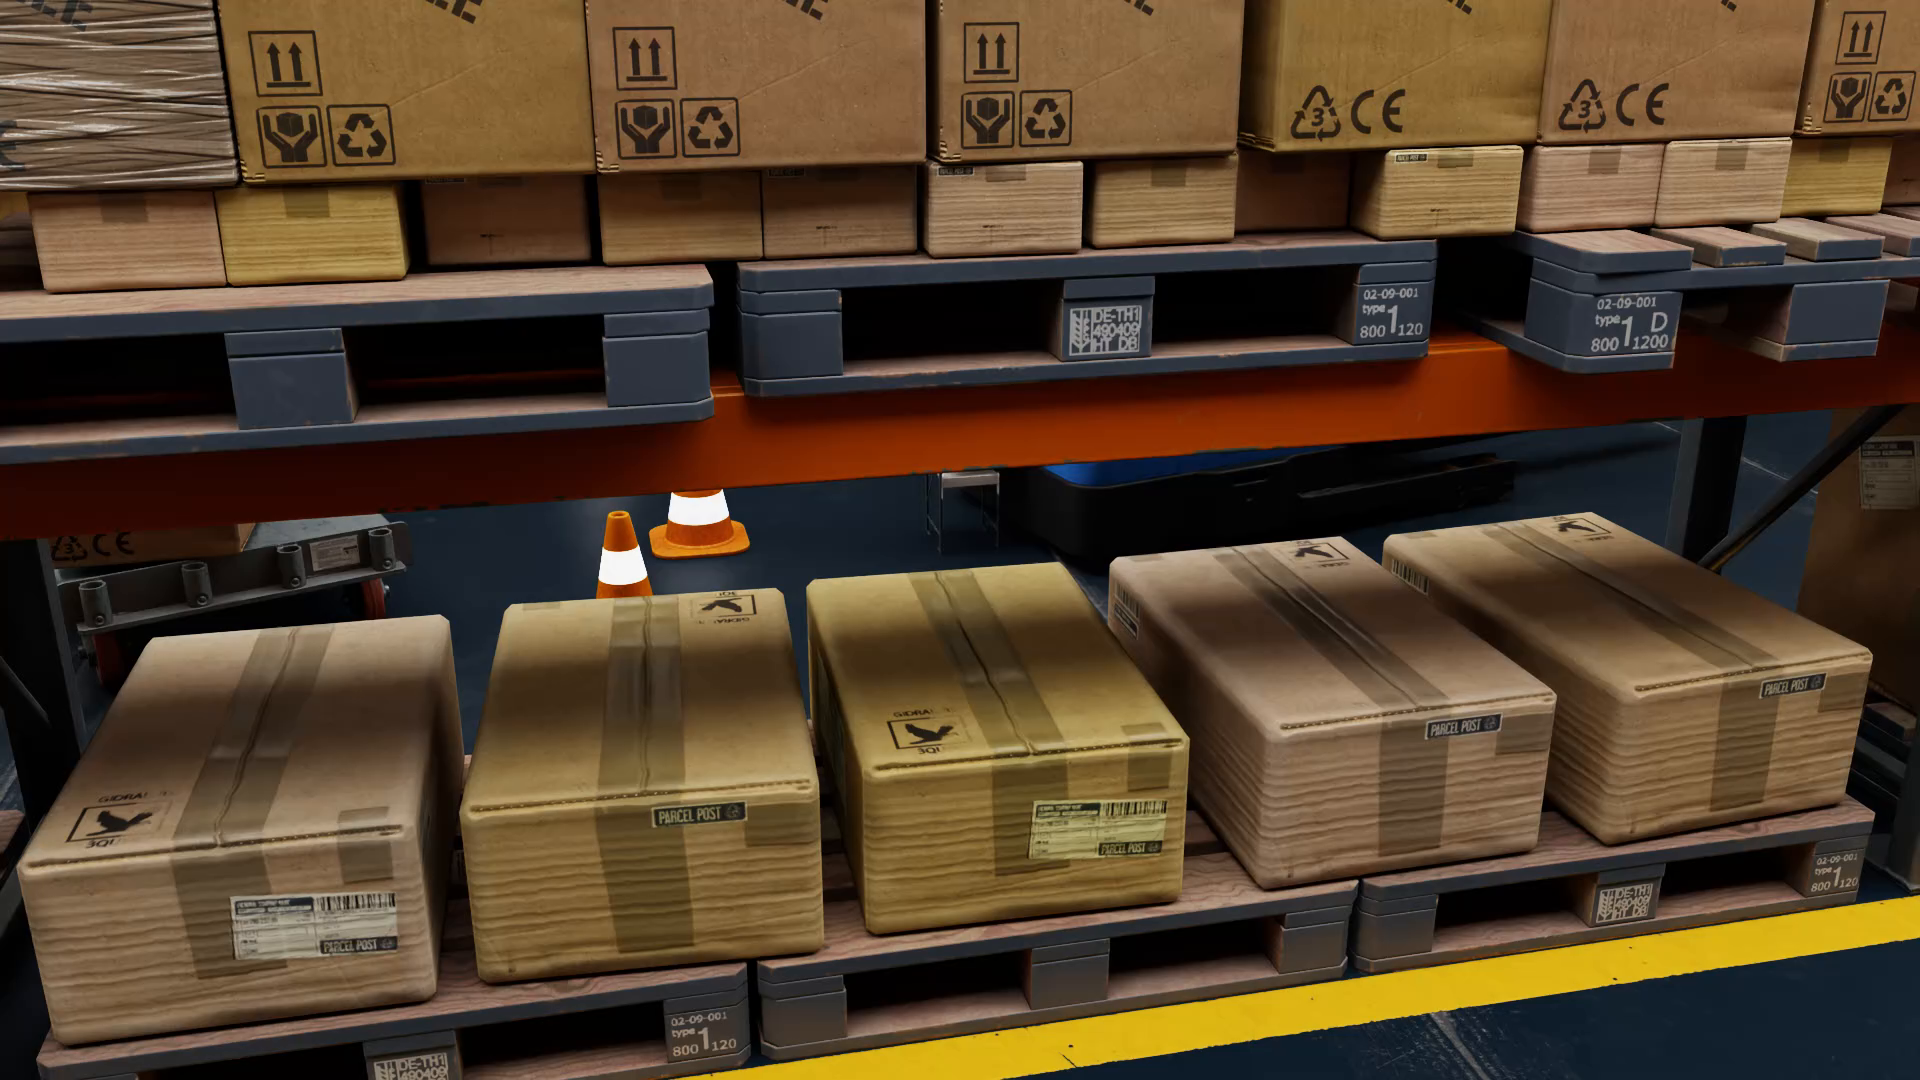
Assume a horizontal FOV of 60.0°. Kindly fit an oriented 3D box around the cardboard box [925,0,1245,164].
[{"bbox_3d":[0.145,-0.923,2.785,0.500,0.500,0.500,-6,21,-15],"label":"cardboard box"}]

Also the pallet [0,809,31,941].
[{"bbox_3d":[-2.492,0.895,3.065,1.213,0.211,1.003,-5,21,-12],"label":"pallet"}]

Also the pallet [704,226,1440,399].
[{"bbox_3d":[0.129,-0.536,3.194,1.213,0.211,1.003,-5,21,-12],"label":"pallet"}]

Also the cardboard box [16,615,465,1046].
[{"bbox_3d":[-1.337,0.515,3.258,0.625,0.372,0.950,-4,21,-12],"label":"cardboard box"}]

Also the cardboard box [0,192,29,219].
[{"bbox_3d":[-3.712,-1.301,7.485,0.875,0.875,0.875,-4,21,-12],"label":"cardboard box"}]

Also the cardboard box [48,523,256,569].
[{"bbox_3d":[-2.285,-0.255,4.682,0.500,0.500,0.500,-5,21,-12],"label":"cardboard box"}]

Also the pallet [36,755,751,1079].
[{"bbox_3d":[-1.089,0.768,3.412,1.213,0.211,1.003,-5,21,-12],"label":"pallet"}]

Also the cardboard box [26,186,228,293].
[{"bbox_3d":[-1.236,-0.497,2.564,0.250,0.149,0.380,-4,21,-12],"label":"cardboard box"}]

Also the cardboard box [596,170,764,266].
[{"bbox_3d":[-0.473,-0.568,2.758,0.250,0.149,0.380,-4,21,-12],"label":"cardboard box"}]

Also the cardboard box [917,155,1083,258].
[{"bbox_3d":[0.039,-0.590,2.820,0.250,0.149,0.380,-4,20,-10],"label":"cardboard box"}]

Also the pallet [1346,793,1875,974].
[{"bbox_3d":[1.285,0.575,3.939,1.213,0.211,1.003,-5,21,-12],"label":"pallet"}]

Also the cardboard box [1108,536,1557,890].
[{"bbox_3d":[0.778,0.343,3.727,0.625,0.372,0.950,-5,21,-14],"label":"cardboard box"}]

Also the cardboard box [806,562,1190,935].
[{"bbox_3d":[0.038,0.401,3.568,0.625,0.372,0.950,-4,20,-11],"label":"cardboard box"}]

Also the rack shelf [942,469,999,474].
[{"bbox_3d":[0.008,-0.307,5.704,0.200,0.077,0.258,-5,21,-12],"label":"rack shelf"}]

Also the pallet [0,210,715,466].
[{"bbox_3d":[-1.069,-0.401,2.828,1.213,0.211,1.003,-5,21,-12],"label":"pallet"}]

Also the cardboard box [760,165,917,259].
[{"bbox_3d":[-0.232,-0.587,2.810,0.250,0.149,0.380,-4,21,-12],"label":"cardboard box"}]

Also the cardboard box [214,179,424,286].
[{"bbox_3d":[-0.991,-0.513,2.610,0.250,0.149,0.380,-4,21,-11],"label":"cardboard box"}]

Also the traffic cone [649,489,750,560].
[{"bbox_3d":[-0.910,-0.213,5.722,0.334,0.463,0.336,-5,21,-12],"label":"traffic cone"}]

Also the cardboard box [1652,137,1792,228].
[{"bbox_3d":[1.302,-0.690,3.092,0.250,0.149,0.380,-5,21,-13],"label":"cardboard box"}]

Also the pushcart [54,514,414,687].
[{"bbox_3d":[-2.420,-0.007,5.286,0.936,0.377,1.648,-13,24,-31],"label":"pushcart"}]

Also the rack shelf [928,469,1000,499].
[{"bbox_3d":[0.008,-0.223,5.735,0.200,0.077,0.258,-5,21,-12],"label":"rack shelf"}]

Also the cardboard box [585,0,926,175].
[{"bbox_3d":[-0.353,-0.879,2.664,0.500,0.500,0.500,-5,21,-13],"label":"cardboard box"}]

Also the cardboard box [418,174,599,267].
[{"bbox_3d":[-0.733,-0.561,2.741,0.250,0.149,0.380,-3,20,-9],"label":"cardboard box"}]

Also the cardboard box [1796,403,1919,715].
[{"bbox_3d":[2.737,-0.022,3.993,0.875,0.875,0.875,-5,21,-13],"label":"cardboard box"}]

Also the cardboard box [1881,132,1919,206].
[{"bbox_3d":[1.781,-0.770,3.312,0.250,0.149,0.380,-4,20,-10],"label":"cardboard box"}]

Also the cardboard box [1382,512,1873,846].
[{"bbox_3d":[1.494,0.282,3.893,0.625,0.372,0.950,-6,21,-16],"label":"cardboard box"}]

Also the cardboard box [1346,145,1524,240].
[{"bbox_3d":[0.791,-0.646,2.973,0.250,0.149,0.380,-4,21,-12],"label":"cardboard box"}]

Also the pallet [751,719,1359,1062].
[{"bbox_3d":[0.100,0.670,3.678,1.213,0.211,1.003,-5,21,-12],"label":"pallet"}]

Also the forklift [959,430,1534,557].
[{"bbox_3d":[1.497,-1.639,6.026,3.031,2.935,1.130,-10,22,-26],"label":"forklift"}]

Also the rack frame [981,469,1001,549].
[{"bbox_3d":[0.107,-0.431,5.684,0.006,0.900,0.240,-5,21,-12],"label":"rack frame"}]

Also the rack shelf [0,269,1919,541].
[{"bbox_3d":[0.100,-0.300,3.318,4.000,0.370,1.077,-5,21,-12],"label":"rack shelf"}]

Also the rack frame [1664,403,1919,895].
[{"bbox_3d":[2.046,-0.796,3.627,0.127,3.000,1.000,-5,21,-12],"label":"rack frame"}]

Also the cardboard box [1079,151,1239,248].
[{"bbox_3d":[0.292,-0.621,2.905,0.250,0.149,0.380,-5,21,-14],"label":"cardboard box"}]

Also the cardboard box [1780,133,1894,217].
[{"bbox_3d":[1.537,-0.725,3.188,0.250,0.149,0.380,-4,21,-12],"label":"cardboard box"}]

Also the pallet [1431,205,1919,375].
[{"bbox_3d":[1.377,-0.614,3.408,1.003,0.211,1.213,-5,21,-12],"label":"pallet"}]

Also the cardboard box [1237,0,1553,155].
[{"bbox_3d":[0.676,-0.966,2.902,0.500,0.500,0.500,-6,21,-16],"label":"cardboard box"}]

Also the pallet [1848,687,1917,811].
[{"bbox_3d":[2.831,0.476,4.208,1.213,0.211,1.003,-5,21,-12],"label":"pallet"}]

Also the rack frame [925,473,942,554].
[{"bbox_3d":[-0.091,-0.415,5.640,0.006,0.900,0.240,-5,21,-12],"label":"rack frame"}]

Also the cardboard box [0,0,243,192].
[{"bbox_3d":[-1.324,-0.804,2.461,0.500,0.500,0.500,-4,21,-11],"label":"cardboard box"}]

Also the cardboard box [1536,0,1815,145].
[{"bbox_3d":[1.167,-1.006,3.012,0.500,0.500,0.500,-5,21,-13],"label":"cardboard box"}]

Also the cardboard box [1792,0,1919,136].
[{"bbox_3d":[1.668,-1.051,3.134,0.500,0.500,0.500,-5,21,-14],"label":"cardboard box"}]

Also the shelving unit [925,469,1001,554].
[{"bbox_3d":[0.008,-0.423,5.662,0.210,0.900,0.258,-5,21,-12],"label":"shelving unit"}]

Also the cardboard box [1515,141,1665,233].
[{"bbox_3d":[1.055,-0.673,3.045,0.250,0.149,0.380,-6,21,-15],"label":"cardboard box"}]

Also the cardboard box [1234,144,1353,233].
[{"bbox_3d":[0.517,-0.669,3.034,0.250,0.149,0.380,-4,21,-12],"label":"cardboard box"}]

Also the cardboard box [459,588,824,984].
[{"bbox_3d":[-0.638,0.457,3.416,0.625,0.372,0.950,-3,20,-9],"label":"cardboard box"}]

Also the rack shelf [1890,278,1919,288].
[{"bbox_3d":[3.992,-0.616,4.182,4.000,0.370,1.077,-5,21,-12],"label":"rack shelf"}]

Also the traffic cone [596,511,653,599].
[{"bbox_3d":[-0.962,0.145,4.746,0.334,0.463,0.336,-5,21,-12],"label":"traffic cone"}]

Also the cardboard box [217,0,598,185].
[{"bbox_3d":[-0.837,-0.844,2.570,0.500,0.500,0.500,-5,21,-12],"label":"cardboard box"}]

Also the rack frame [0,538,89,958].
[{"bbox_3d":[-1.847,-0.479,2.762,0.127,3.000,1.000,-5,21,-12],"label":"rack frame"}]
